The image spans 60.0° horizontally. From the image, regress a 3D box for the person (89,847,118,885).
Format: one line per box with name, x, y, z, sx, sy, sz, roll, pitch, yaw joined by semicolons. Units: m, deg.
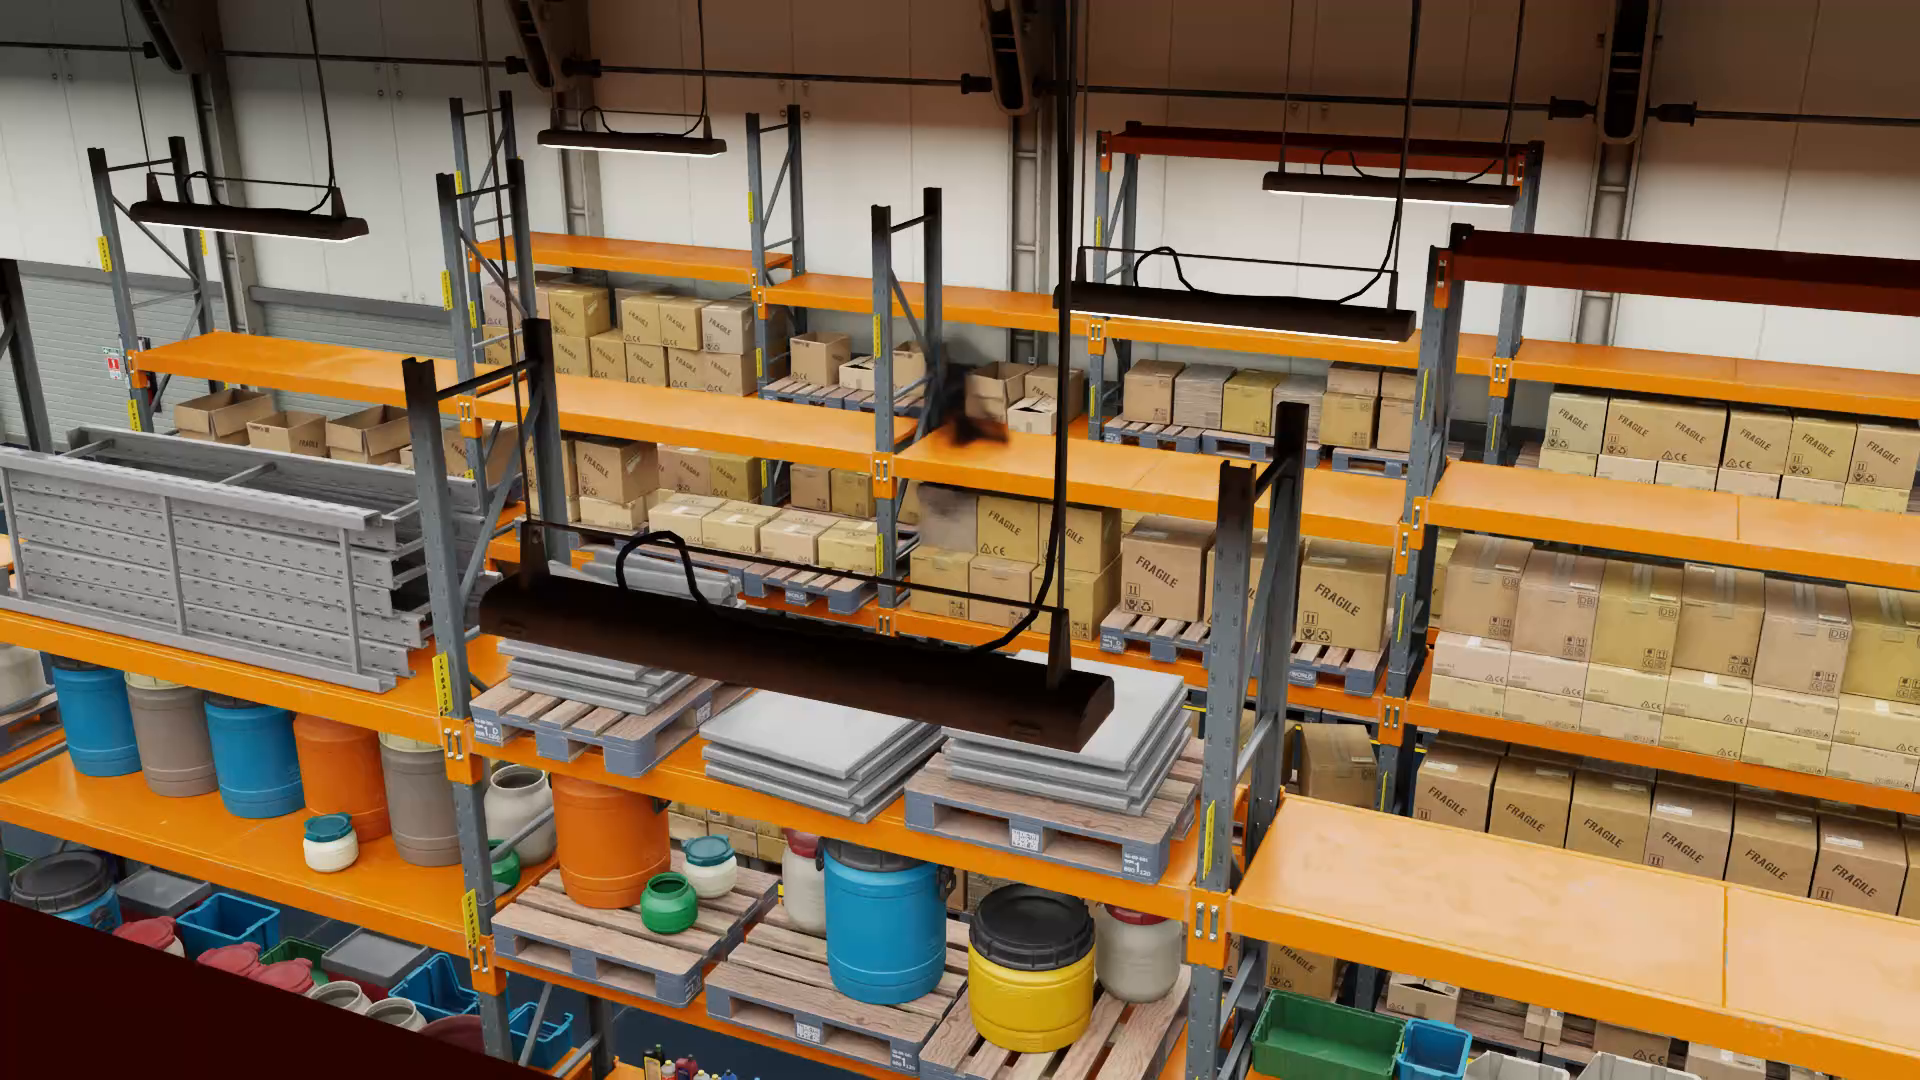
person;-7.141;2.387;13.964;0.914;1.625;0.613;9;22;23
